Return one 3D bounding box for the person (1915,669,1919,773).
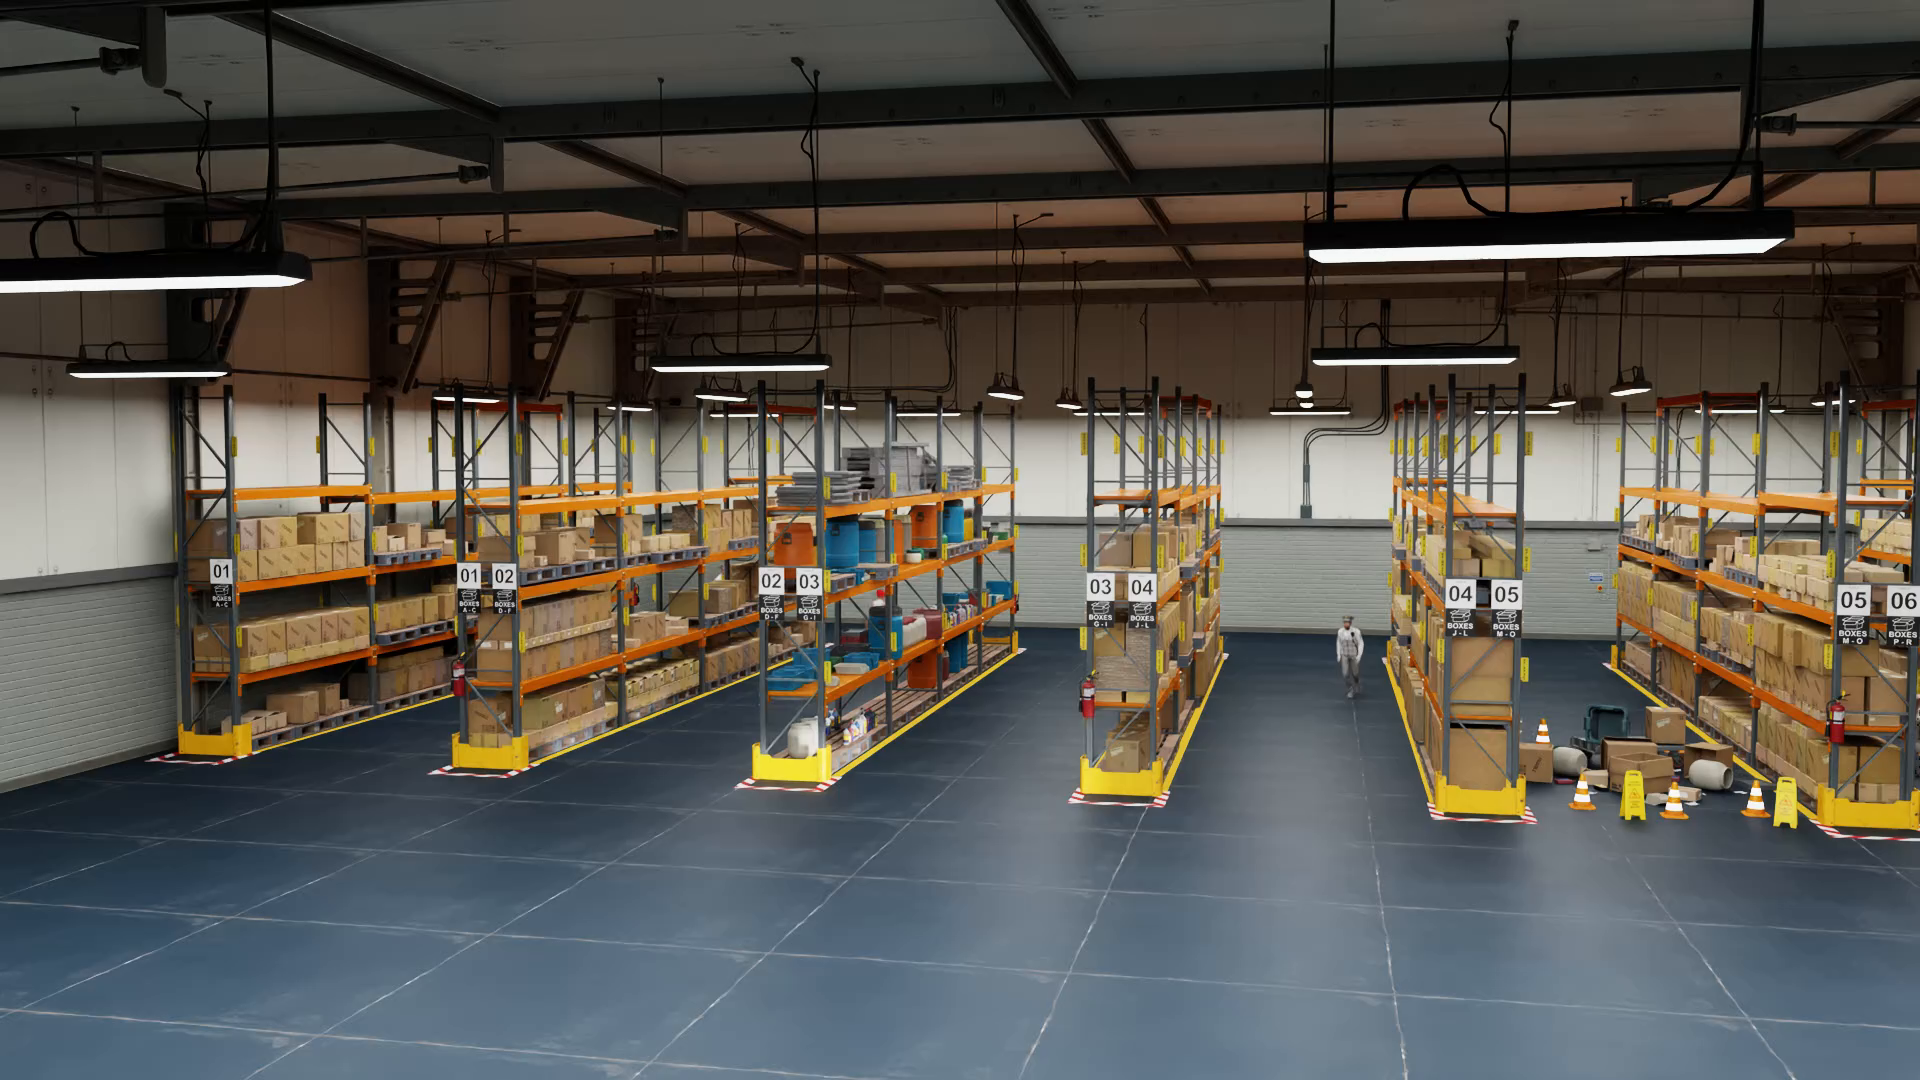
[{"bbox_3d":[14.778,2.762,25.366,0.660,1.654,0.767,1,3,12],"label":"person"}]

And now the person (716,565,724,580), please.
[{"bbox_3d":[-6.534,1.532,46.095,0.546,1.742,0.789,-3,4,-40],"label":"person"}]

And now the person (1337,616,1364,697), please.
[{"bbox_3d":[7.860,2.322,33.433,0.548,1.636,0.607,2,4,27],"label":"person"}]

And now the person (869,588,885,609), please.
[{"bbox_3d":[-1.750,1.875,37.089,0.588,1.604,0.676,2,4,33],"label":"person"}]
